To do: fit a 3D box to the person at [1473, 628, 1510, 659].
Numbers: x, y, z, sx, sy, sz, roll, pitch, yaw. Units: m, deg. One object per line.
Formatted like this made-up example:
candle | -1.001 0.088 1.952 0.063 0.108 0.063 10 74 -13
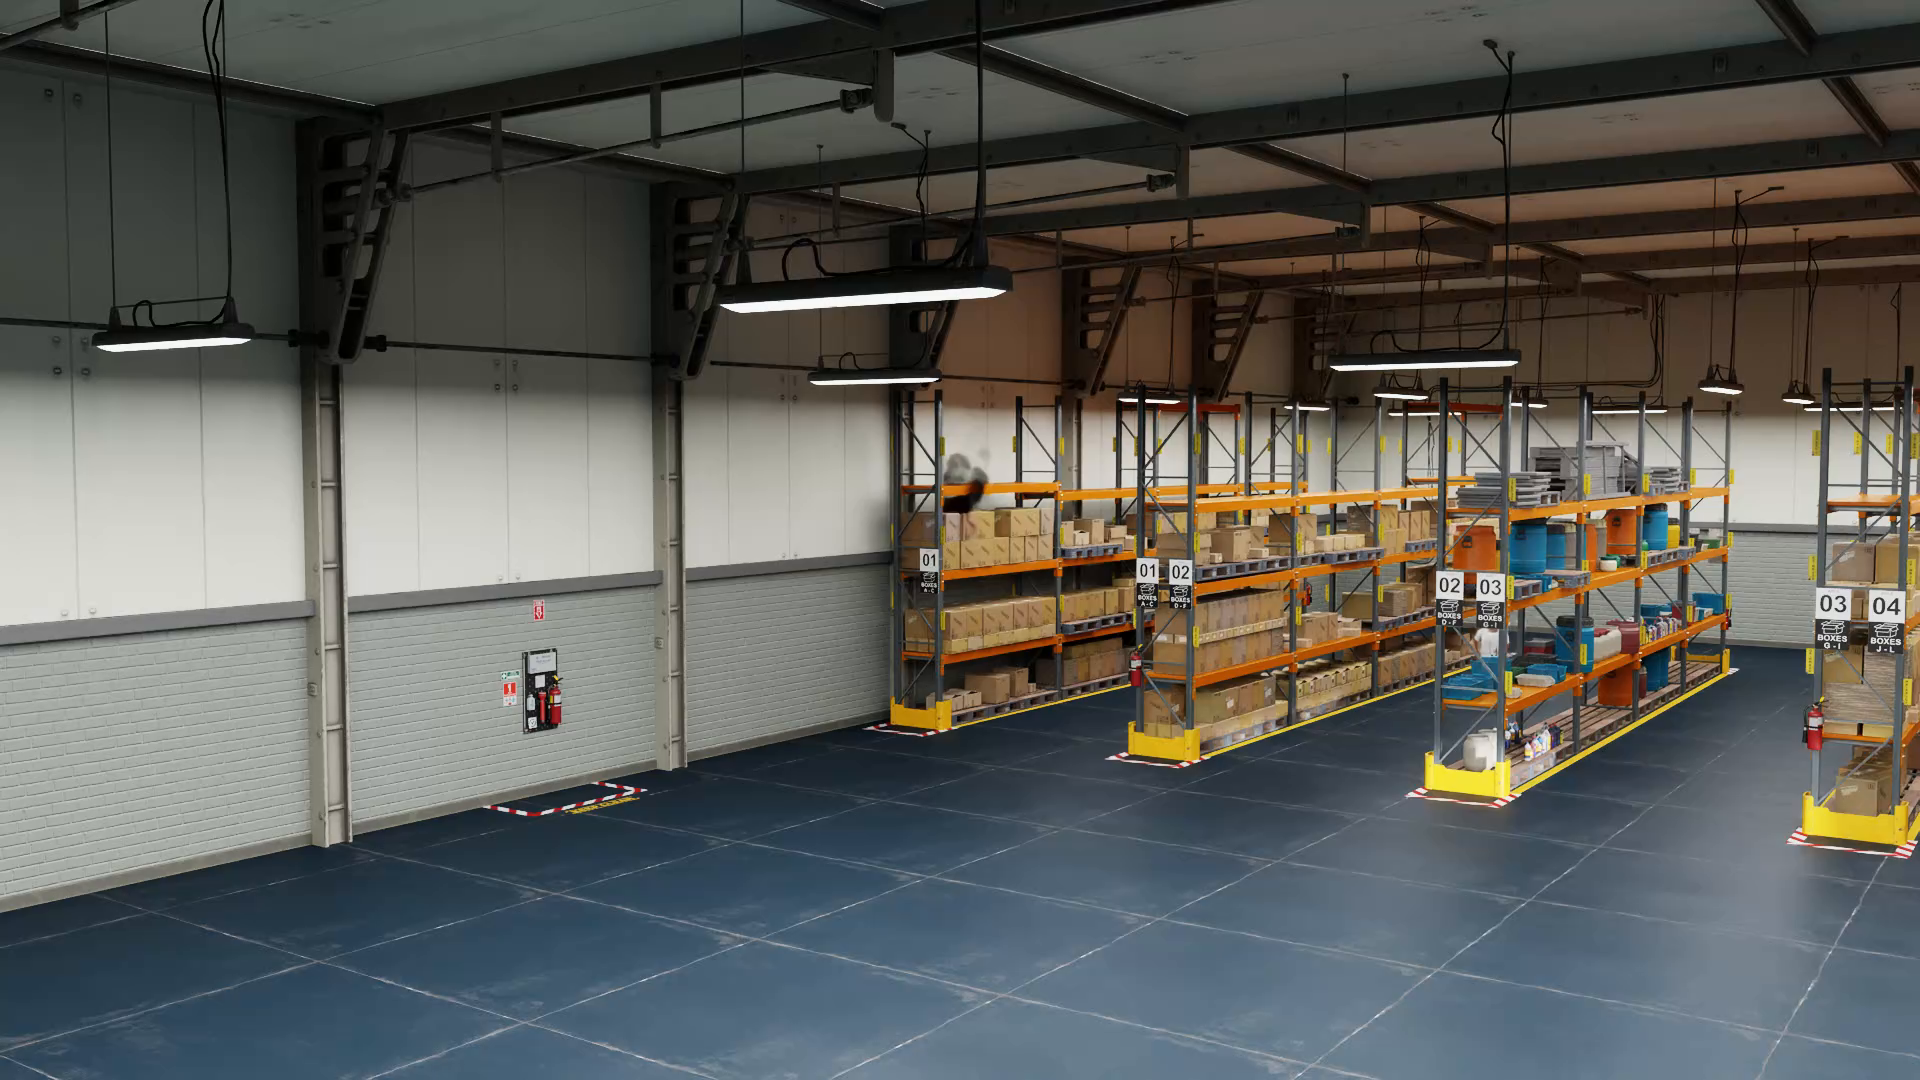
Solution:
person | 10.346 2.305 32.428 0.692 1.721 0.605 1 3 22
